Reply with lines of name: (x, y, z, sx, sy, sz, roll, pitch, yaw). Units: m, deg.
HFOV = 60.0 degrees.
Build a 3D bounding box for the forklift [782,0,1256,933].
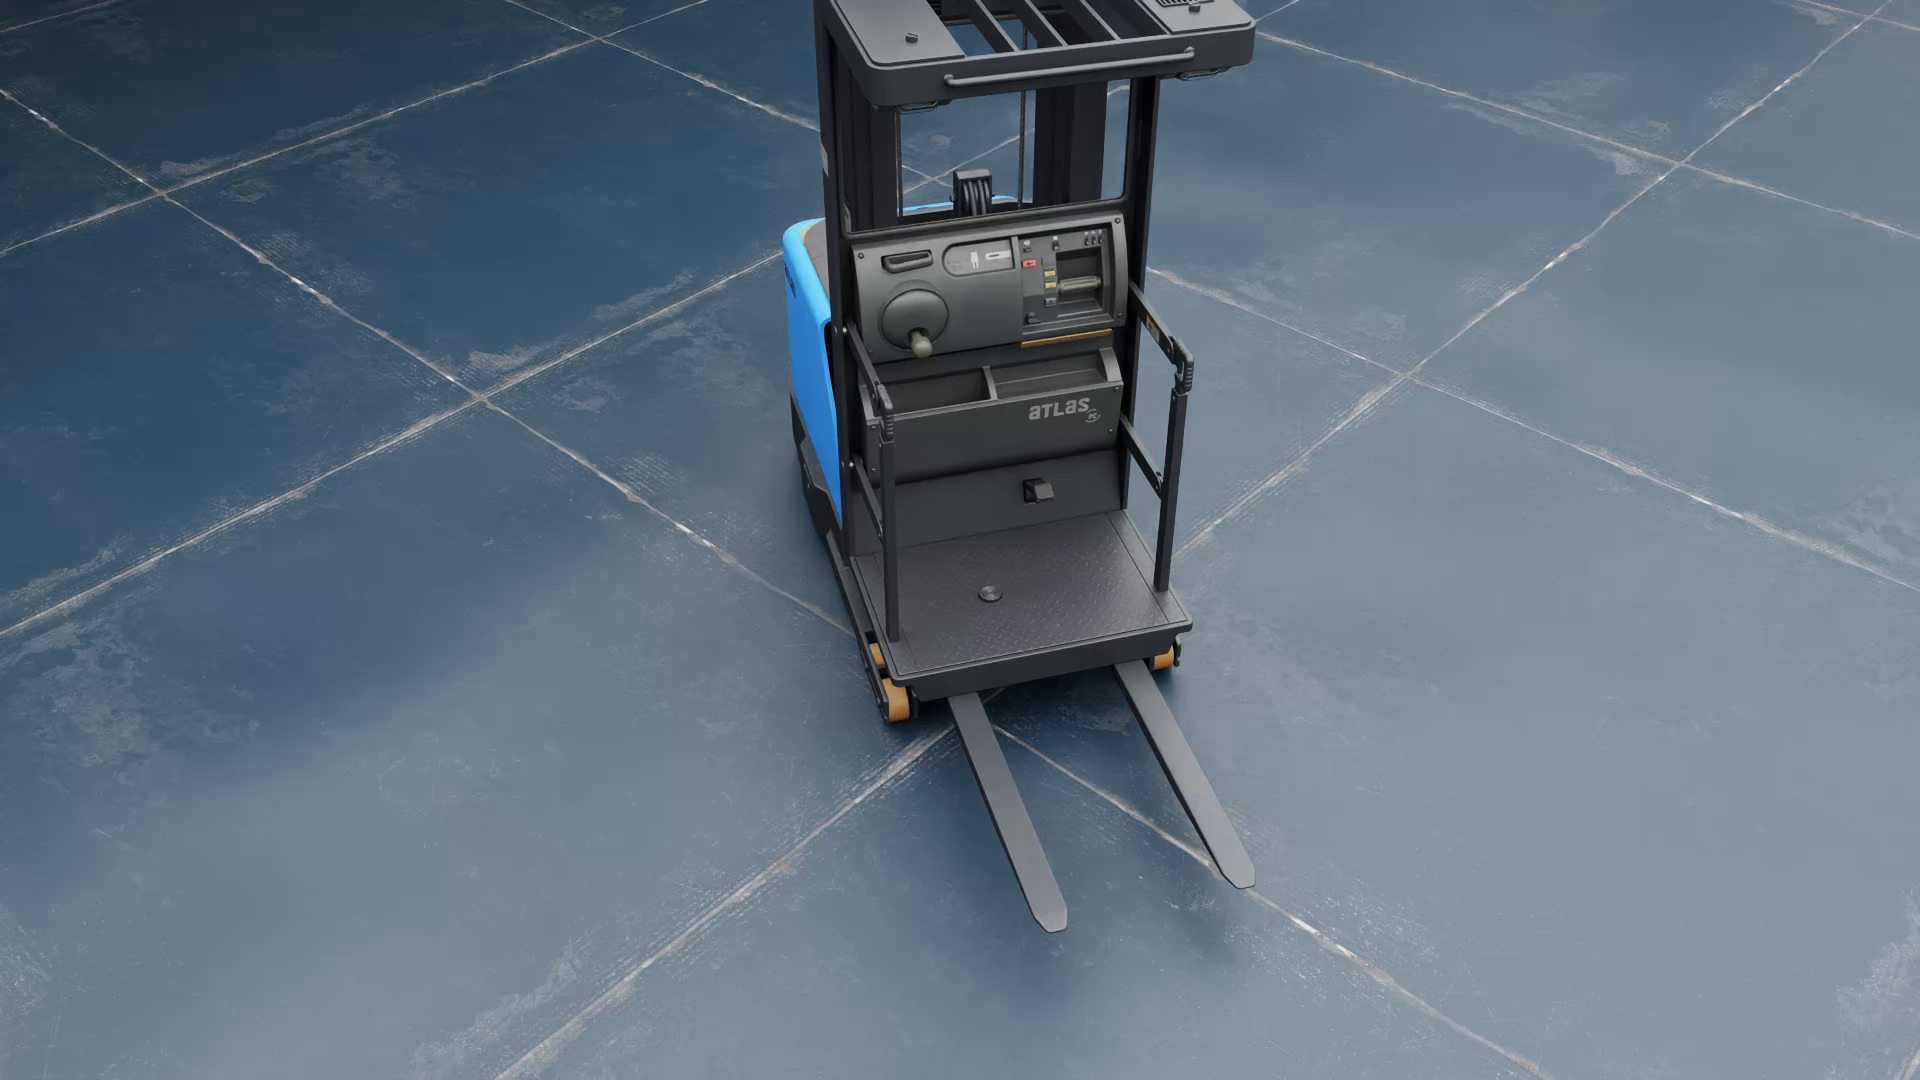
forklift: (0.170, -0.772, 5.365, 1.130, 2.935, 3.031, -10, 40, -12)
